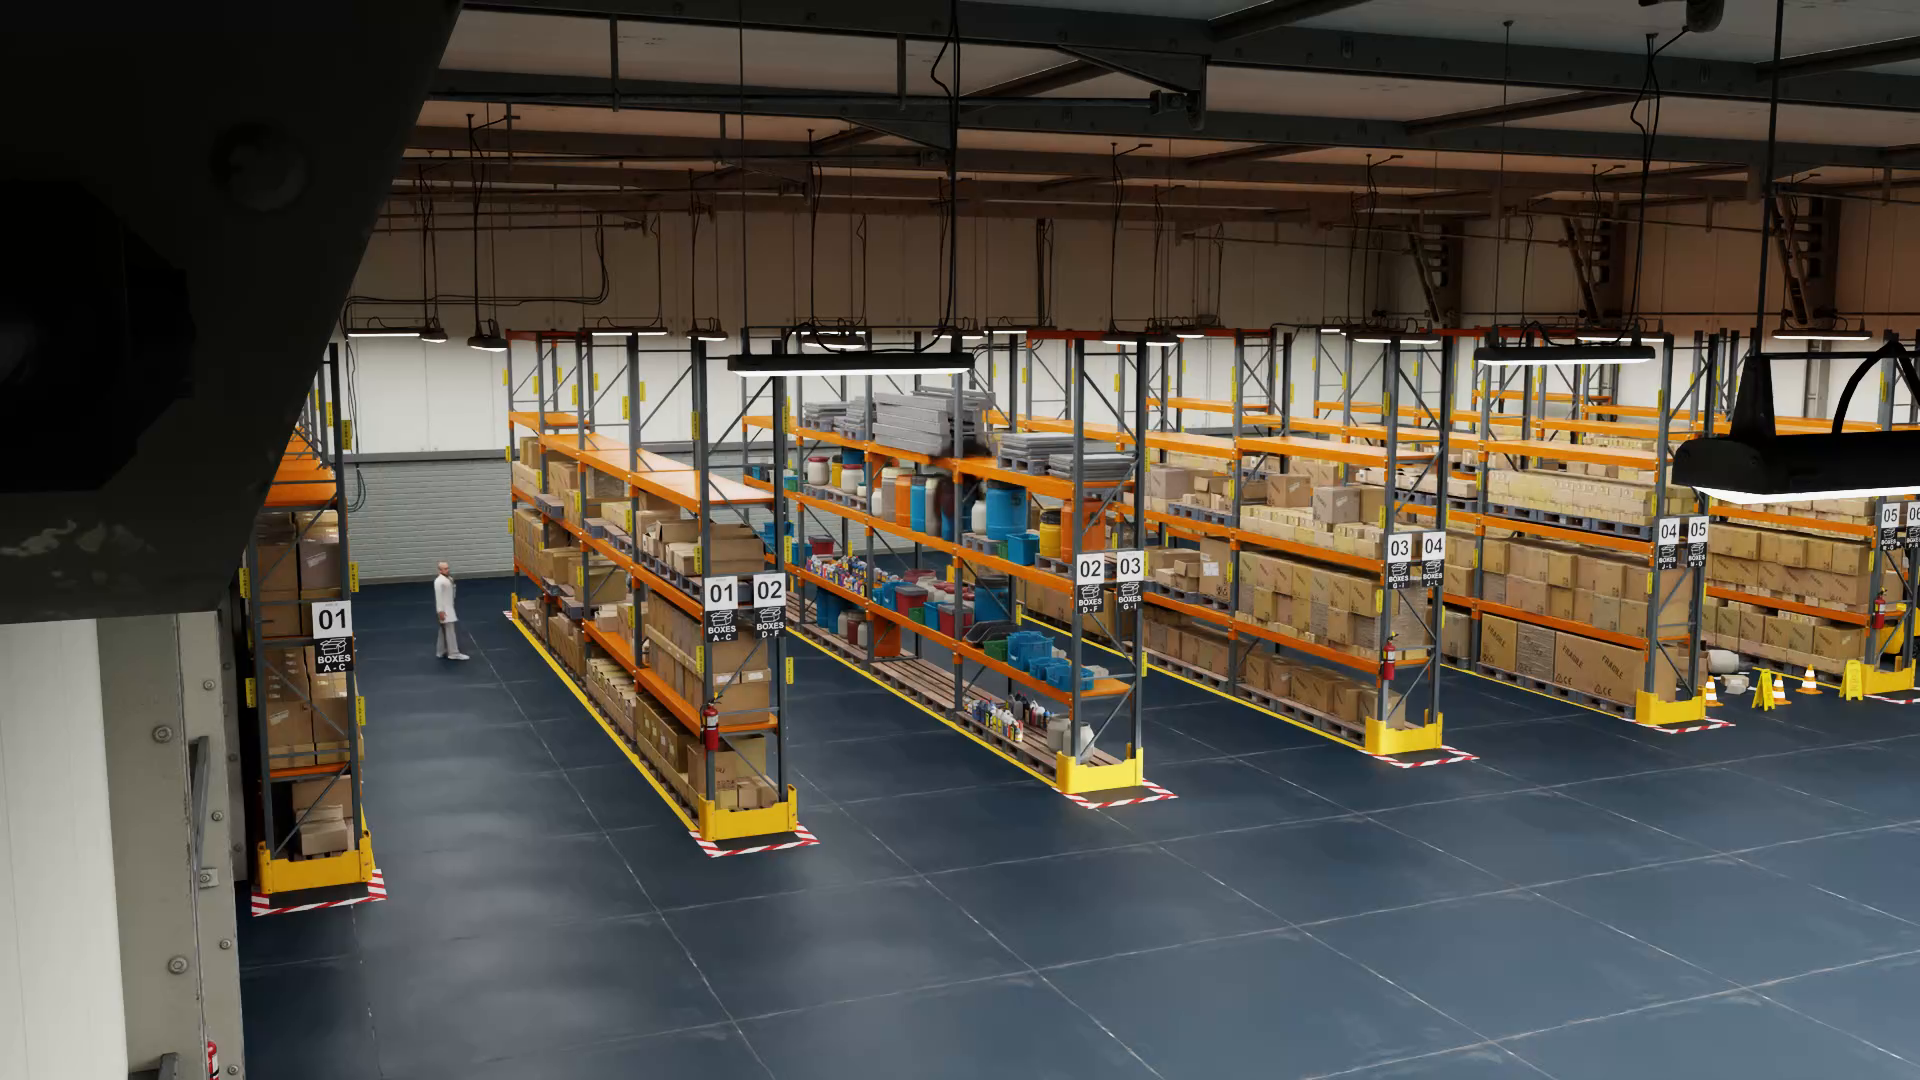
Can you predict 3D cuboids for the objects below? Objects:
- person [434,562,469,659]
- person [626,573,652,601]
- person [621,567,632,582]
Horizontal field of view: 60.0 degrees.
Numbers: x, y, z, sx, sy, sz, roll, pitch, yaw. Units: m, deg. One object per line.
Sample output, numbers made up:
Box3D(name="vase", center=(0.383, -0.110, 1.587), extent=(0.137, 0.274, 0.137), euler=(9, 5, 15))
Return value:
Box3D(name="person", center=(-9.380, 1.286, 30.654), extent=(0.607, 1.782, 0.605), euler=(-1, 8, -11))
Box3D(name="person", center=(-6.278, 1.155, 32.513), extent=(0.568, 1.590, 0.648), euler=(-3, 8, -20))
Box3D(name="person", center=(-7.762, 0.245, 38.418), extent=(0.654, 1.760, 1.012), euler=(2, 8, 12))
